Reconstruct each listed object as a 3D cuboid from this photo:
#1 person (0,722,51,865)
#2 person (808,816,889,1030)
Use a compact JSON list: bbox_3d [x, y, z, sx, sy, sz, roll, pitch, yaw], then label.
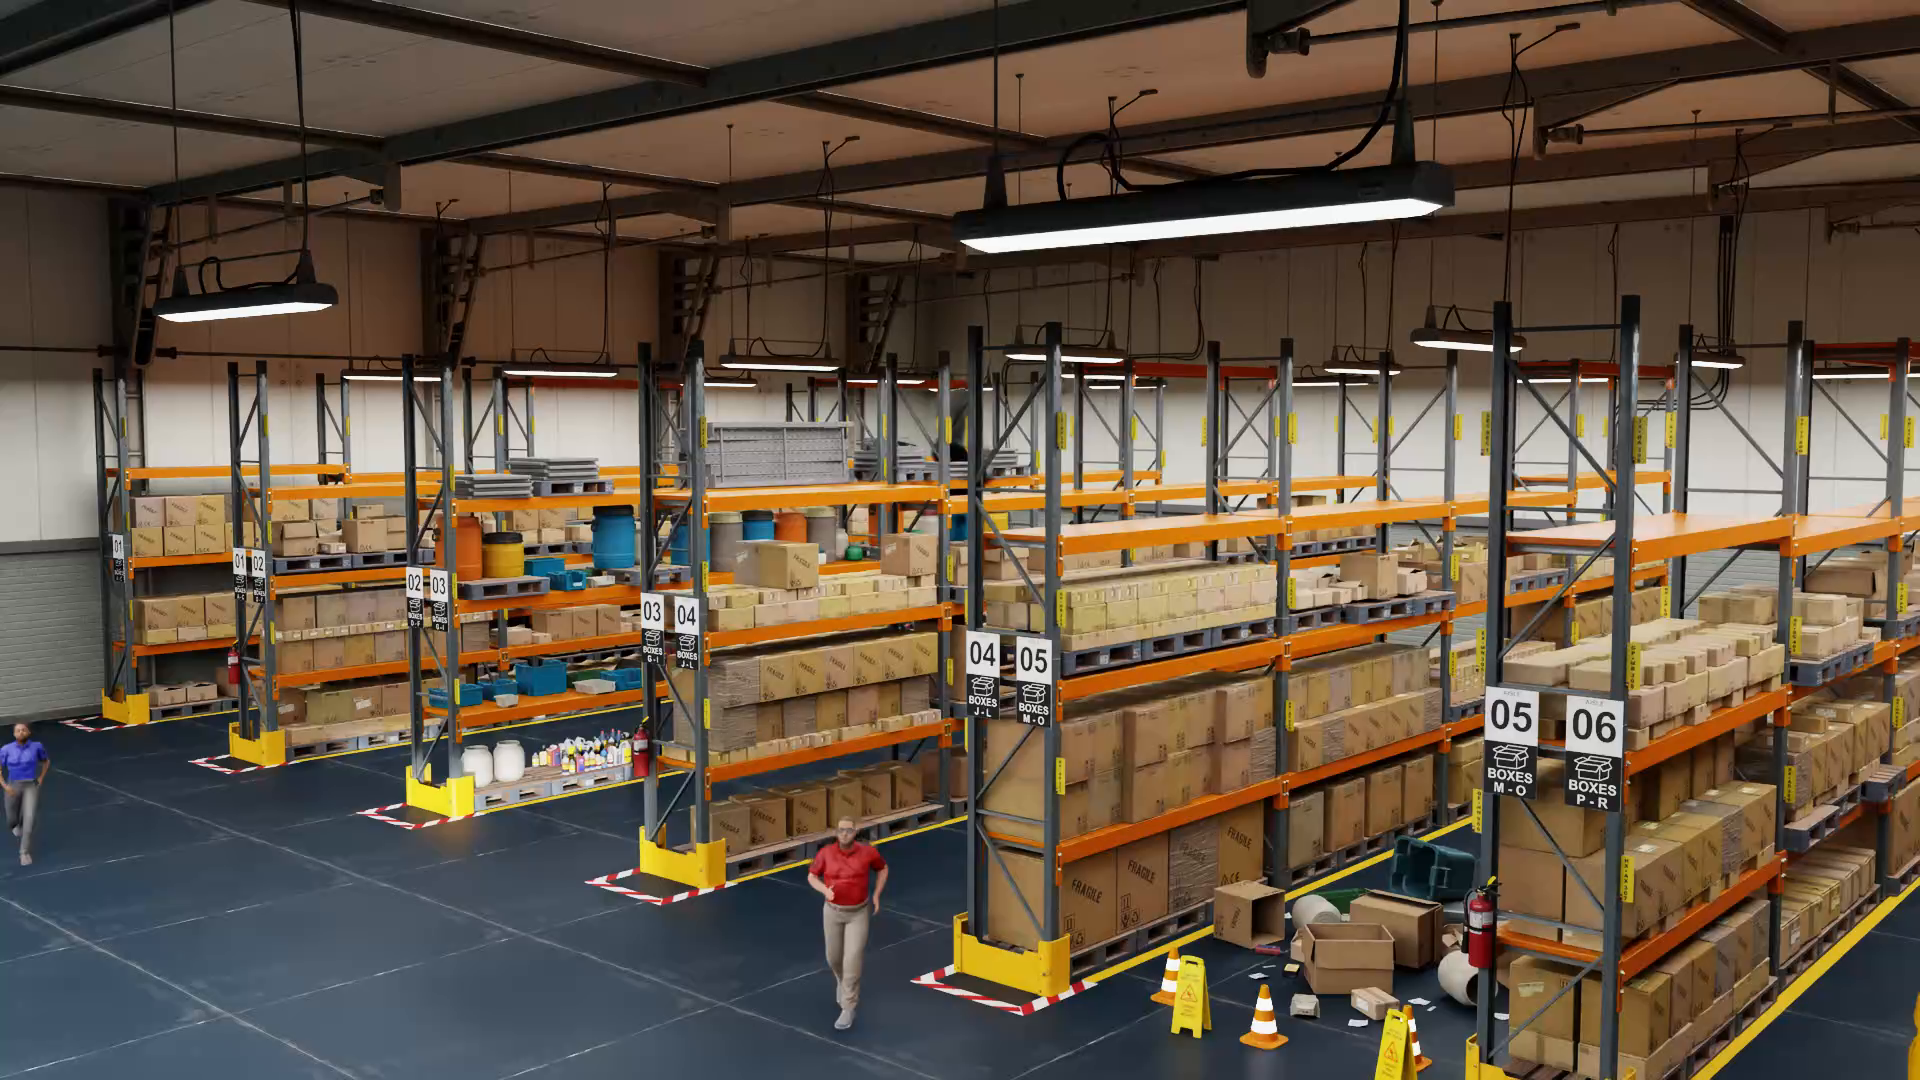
[{"bbox_3d":[-11.014,2.943,19.560,0.564,1.631,0.892,-2,5,-25],"label":"person"},{"bbox_3d":[-0.980,3.231,14.327,0.677,1.724,0.885,1,4,8],"label":"person"}]
